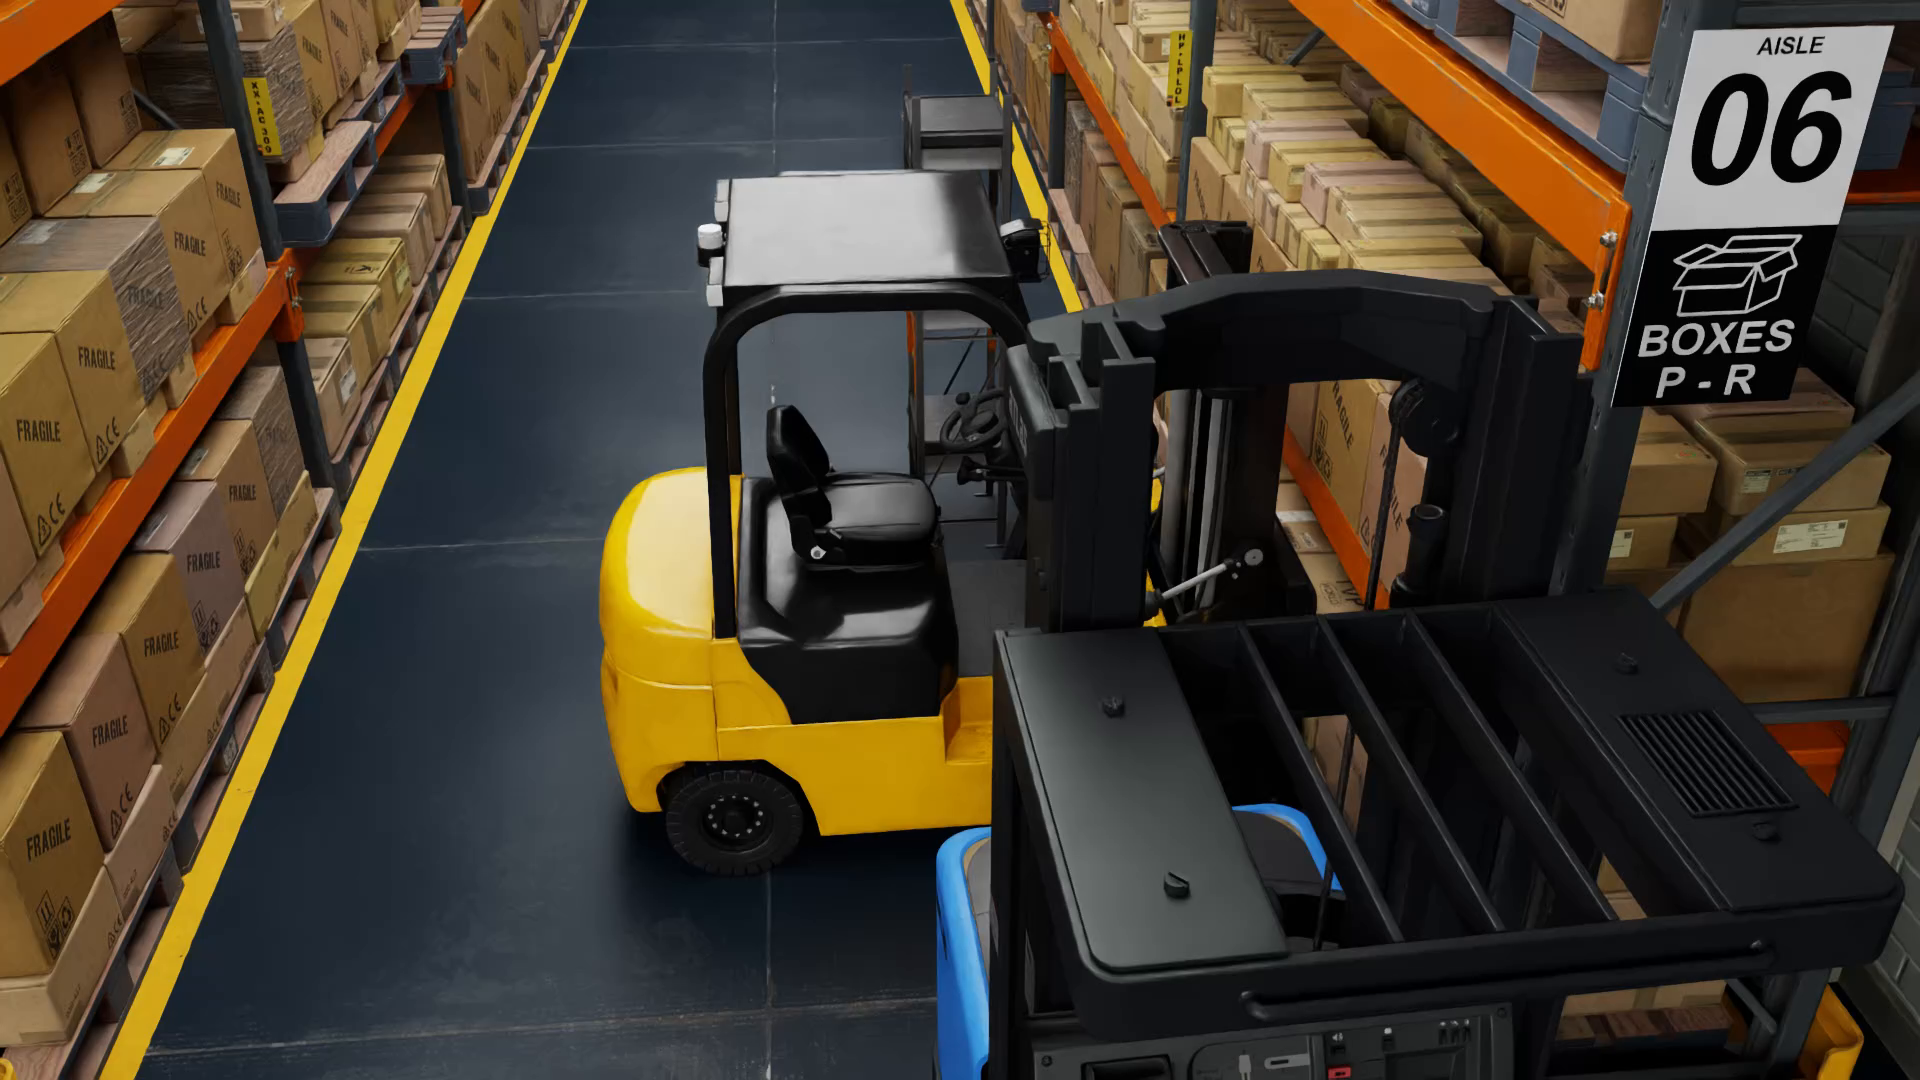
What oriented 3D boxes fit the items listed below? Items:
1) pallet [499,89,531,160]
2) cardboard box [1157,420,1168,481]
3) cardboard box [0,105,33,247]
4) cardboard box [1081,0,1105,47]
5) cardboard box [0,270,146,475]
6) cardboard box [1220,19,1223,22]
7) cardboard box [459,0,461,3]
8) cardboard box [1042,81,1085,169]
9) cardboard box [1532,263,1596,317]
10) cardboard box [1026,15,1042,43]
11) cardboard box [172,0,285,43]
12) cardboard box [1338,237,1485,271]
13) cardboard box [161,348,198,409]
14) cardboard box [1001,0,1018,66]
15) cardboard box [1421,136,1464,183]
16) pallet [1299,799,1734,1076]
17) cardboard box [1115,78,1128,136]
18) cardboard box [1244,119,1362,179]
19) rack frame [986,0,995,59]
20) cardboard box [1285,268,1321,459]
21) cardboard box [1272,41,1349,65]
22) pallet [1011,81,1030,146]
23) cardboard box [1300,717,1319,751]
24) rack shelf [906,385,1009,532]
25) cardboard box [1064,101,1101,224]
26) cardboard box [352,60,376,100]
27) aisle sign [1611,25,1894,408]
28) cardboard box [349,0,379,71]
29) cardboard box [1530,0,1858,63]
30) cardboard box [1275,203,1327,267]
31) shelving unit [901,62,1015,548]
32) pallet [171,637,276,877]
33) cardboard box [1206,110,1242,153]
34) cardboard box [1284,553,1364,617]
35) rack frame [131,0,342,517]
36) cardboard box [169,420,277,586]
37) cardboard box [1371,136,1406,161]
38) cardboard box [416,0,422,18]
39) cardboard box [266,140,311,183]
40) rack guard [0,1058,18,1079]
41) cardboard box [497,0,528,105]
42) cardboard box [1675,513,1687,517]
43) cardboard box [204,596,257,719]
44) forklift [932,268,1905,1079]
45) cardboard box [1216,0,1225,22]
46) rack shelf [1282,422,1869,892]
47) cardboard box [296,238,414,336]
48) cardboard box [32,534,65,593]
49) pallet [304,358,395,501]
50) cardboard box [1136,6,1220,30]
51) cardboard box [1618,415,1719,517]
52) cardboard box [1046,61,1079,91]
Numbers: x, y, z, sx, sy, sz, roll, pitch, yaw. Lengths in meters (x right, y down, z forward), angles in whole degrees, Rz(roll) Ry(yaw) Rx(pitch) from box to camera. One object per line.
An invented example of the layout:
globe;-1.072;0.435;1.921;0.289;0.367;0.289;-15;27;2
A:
pallet;-3.935;-3.235;12.961;1.003;0.211;1.213;-3;31;-5
cardboard box;1.205;-0.340;7.665;0.500;0.250;0.500;-2;31;-4
cardboard box;-3.581;-1.208;5.485;0.700;0.500;0.500;-3;31;-6
cardboard box;0.991;-3.033;9.561;0.500;0.250;0.500;-4;31;-6
cardboard box;-3.002;-0.530;5.325;0.500;0.500;0.500;-3;31;-6
cardboard box;1.567;-2.805;9.180;0.500;0.250;0.500;-3;31;-6
cardboard box;-3.687;-3.864;11.440;0.500;0.250;0.500;-4;31;-6
cardboard box;0.862;-2.958;11.804;0.500;0.500;0.500;-2;31;-3
cardboard box;1.957;-0.721;5.012;0.380;0.149;0.250;-2;31;-3
cardboard box;0.722;-3.949;12.831;0.380;0.149;0.250;-4;31;-7
cardboard box;-3.144;-2.249;7.161;0.380;0.149;0.250;-3;31;-5
cardboard box;1.401;-0.829;5.193;0.380;0.149;0.250;-2;31;-4
cardboard box;-3.020;-0.587;6.052;0.380;0.149;0.250;-3;31;-5
cardboard box;0.623;-4.265;13.993;0.500;0.500;0.500;-3;31;-5
cardboard box;1.930;-1.380;6.116;0.380;0.149;0.250;-3;31;-5
pallet;1.750;1.248;5.454;1.003;0.211;1.213;-3;31;-5
cardboard box;1.114;-2.294;8.812;0.500;0.250;0.500;-3;31;-4
cardboard box;1.293;-1.479;6.281;0.380;0.149;0.250;-2;31;-3
rack frame;0.742;-5.687;14.346;1.000;3.000;0.127;-3;31;-5
cardboard box;1.411;-0.625;5.774;0.500;0.500;0.500;-3;31;-4
cardboard box;1.698;-2.253;7.867;0.380;0.149;0.250;-4;31;-6
pallet;0.973;-3.452;13.324;1.003;0.211;1.213;-3;31;-5
cardboard box;1.401;0.472;5.818;0.500;0.250;0.500;-3;31;-6
rack shelf;-0.015;-0.373;7.719;0.431;0.518;0.480;-3;31;-5
cardboard box;1.161;-2.486;10.894;0.875;0.625;0.625;-2;31;-3
cardboard box;-3.283;-2.399;8.677;0.380;0.149;0.250;-2;31;-3
aisle sign;1.577;-0.629;3.342;0.394;0.787;0.004;-3;31;-5
cardboard box;-3.349;-2.737;8.611;0.500;0.500;0.500;-4;31;-7
cardboard box;1.579;-1.329;3.519;0.500;0.500;0.500;-2;31;-3
cardboard box;1.348;-1.094;5.926;0.380;0.149;0.250;-4;31;-6
shelving unit;-0.015;-0.986;7.353;0.431;2.100;0.503;-3;31;-5
pallet;-3.237;0.800;6.205;1.003;0.211;1.213;-3;31;-5
cardboard box;1.258;-1.749;7.022;0.380;0.149;0.250;-3;31;-5
cardboard box;1.399;0.273;5.665;0.500;0.250;0.500;-2;31;-4
rack frame;-3.452;-1.363;7.107;1.000;3.000;0.127;-3;31;-5
cardboard box;-3.080;-0.136;6.593;0.500;0.500;0.500;-2;31;-4
cardboard box;1.850;-1.511;6.624;0.380;0.149;0.250;-2;31;-3
cardboard box;-3.464;-3.188;9.998;0.380;0.149;0.250;-2;31;-4
cardboard box;-3.189;-1.733;7.561;0.380;0.149;0.250;-2;31;-4
rack guard;-3.085;1.714;4.393;1.175;0.500;0.348;-3;31;-5
cardboard box;-3.970;-3.942;13.087;0.875;0.875;0.875;-2;31;-3
cardboard box;2.004;-0.190;4.413;0.380;0.149;0.250;-3;31;-5
cardboard box;-3.027;0.458;6.331;0.500;0.250;0.500;-2;31;-4
forklift;0.631;1.143;2.977;1.130;2.935;3.031;-4;31;-7
cardboard box;1.574;-2.894;8.940;0.380;0.149;0.250;-2;31;-4
rack shelf;1.676;-0.273;5.983;1.077;0.370;4.000;-3;31;-5
cardboard box;-3.641;-1.404;9.329;0.950;0.372;0.625;-2;31;-3
cardboard box;-2.921;0.074;4.946;0.380;0.149;0.250;-2;31;-3
pallet;-3.526;-0.563;8.487;1.003;0.211;1.213;-3;31;-5
cardboard box;1.105;-2.611;8.466;0.380;0.149;0.250;-3;31;-6
cardboard box;1.620;-0.182;4.110;0.380;0.149;0.250;-3;31;-4
cardboard box;0.818;-3.270;11.696;0.380;0.149;0.250;-4;31;-7
